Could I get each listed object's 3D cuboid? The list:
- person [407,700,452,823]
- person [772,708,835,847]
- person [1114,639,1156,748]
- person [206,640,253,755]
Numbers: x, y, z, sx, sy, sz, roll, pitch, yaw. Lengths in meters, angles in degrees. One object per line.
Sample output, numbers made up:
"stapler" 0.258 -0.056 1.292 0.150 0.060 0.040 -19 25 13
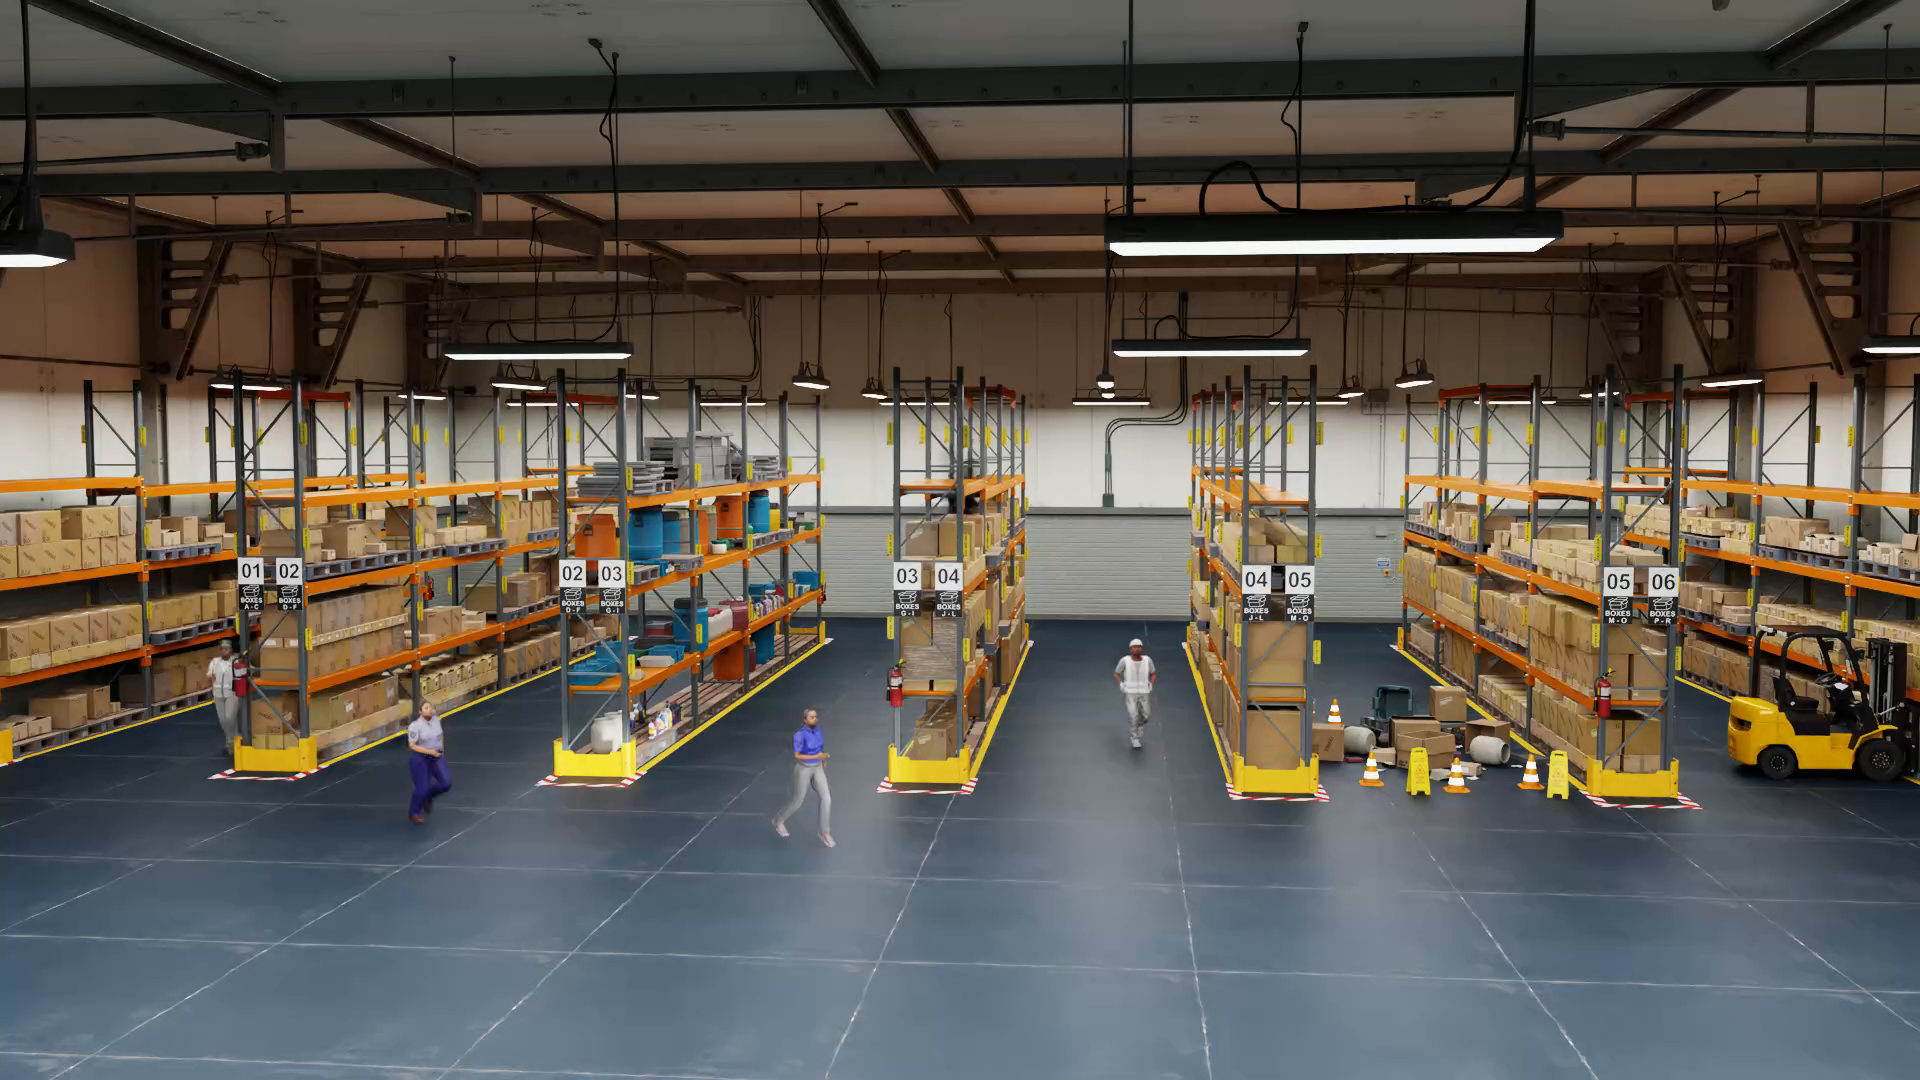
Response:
"person" -6.864 2.864 21.536 0.669 1.601 0.626 3 4 37
"person" -1.901 2.905 20.530 0.896 1.698 0.587 3 5 42
"person" 2.837 2.465 26.885 0.685 1.734 0.667 0 4 -5
"person" -11.613 2.494 26.349 0.642 1.838 0.730 0 4 -3
